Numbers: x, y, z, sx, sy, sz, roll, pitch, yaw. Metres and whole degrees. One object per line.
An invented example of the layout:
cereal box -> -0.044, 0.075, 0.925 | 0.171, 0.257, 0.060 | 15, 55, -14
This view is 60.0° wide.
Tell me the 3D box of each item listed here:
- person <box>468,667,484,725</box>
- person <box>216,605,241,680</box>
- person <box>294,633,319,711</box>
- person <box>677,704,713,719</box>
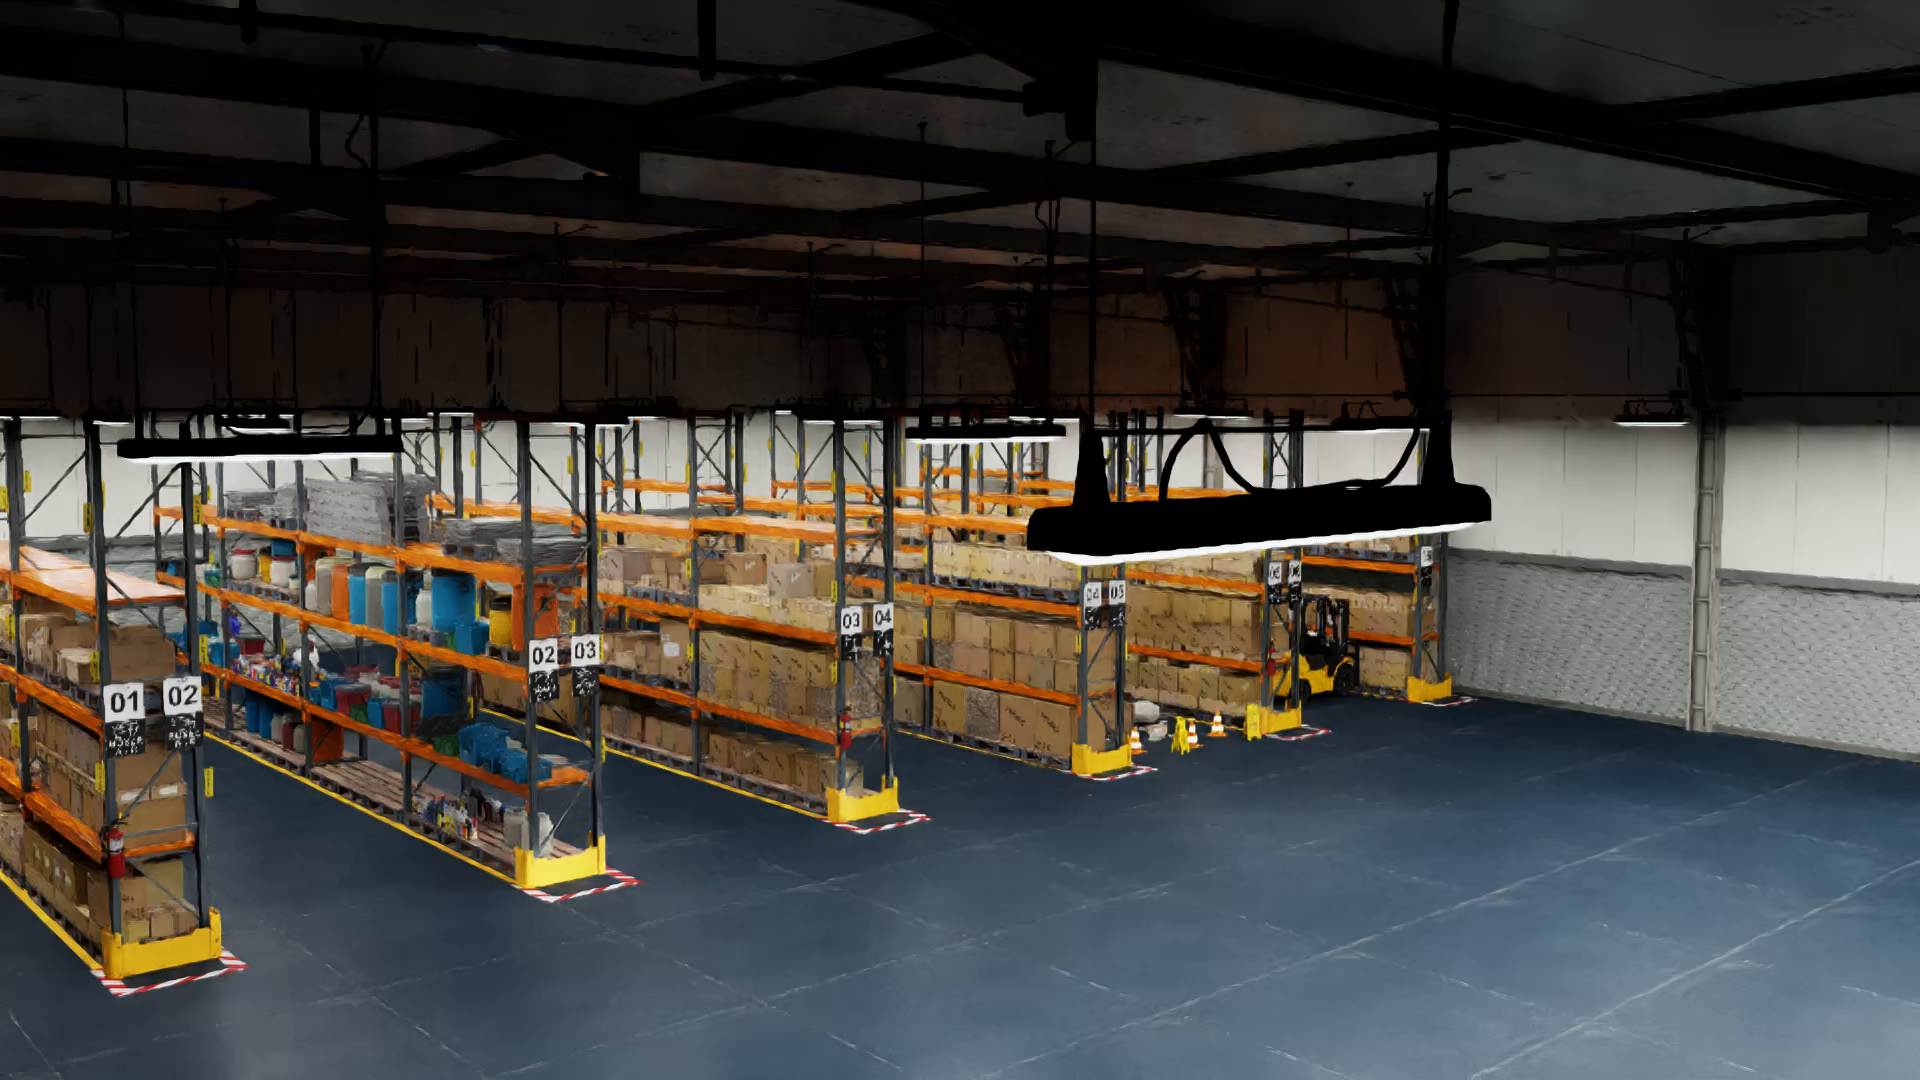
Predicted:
person -> -8.800, 2.885, 29.467 | 0.729, 1.733, 0.546 | -5, 7, -42
person -> -16.252, 2.273, 36.928 | 0.461, 1.655, 0.646 | 0, 5, 1
person -> -12.573, 2.653, 32.024 | 0.703, 1.737, 0.707 | 3, 6, 27
person -> -5.022, 2.704, 31.512 | 1.033, 1.708, 0.571 | 4, 7, 41
